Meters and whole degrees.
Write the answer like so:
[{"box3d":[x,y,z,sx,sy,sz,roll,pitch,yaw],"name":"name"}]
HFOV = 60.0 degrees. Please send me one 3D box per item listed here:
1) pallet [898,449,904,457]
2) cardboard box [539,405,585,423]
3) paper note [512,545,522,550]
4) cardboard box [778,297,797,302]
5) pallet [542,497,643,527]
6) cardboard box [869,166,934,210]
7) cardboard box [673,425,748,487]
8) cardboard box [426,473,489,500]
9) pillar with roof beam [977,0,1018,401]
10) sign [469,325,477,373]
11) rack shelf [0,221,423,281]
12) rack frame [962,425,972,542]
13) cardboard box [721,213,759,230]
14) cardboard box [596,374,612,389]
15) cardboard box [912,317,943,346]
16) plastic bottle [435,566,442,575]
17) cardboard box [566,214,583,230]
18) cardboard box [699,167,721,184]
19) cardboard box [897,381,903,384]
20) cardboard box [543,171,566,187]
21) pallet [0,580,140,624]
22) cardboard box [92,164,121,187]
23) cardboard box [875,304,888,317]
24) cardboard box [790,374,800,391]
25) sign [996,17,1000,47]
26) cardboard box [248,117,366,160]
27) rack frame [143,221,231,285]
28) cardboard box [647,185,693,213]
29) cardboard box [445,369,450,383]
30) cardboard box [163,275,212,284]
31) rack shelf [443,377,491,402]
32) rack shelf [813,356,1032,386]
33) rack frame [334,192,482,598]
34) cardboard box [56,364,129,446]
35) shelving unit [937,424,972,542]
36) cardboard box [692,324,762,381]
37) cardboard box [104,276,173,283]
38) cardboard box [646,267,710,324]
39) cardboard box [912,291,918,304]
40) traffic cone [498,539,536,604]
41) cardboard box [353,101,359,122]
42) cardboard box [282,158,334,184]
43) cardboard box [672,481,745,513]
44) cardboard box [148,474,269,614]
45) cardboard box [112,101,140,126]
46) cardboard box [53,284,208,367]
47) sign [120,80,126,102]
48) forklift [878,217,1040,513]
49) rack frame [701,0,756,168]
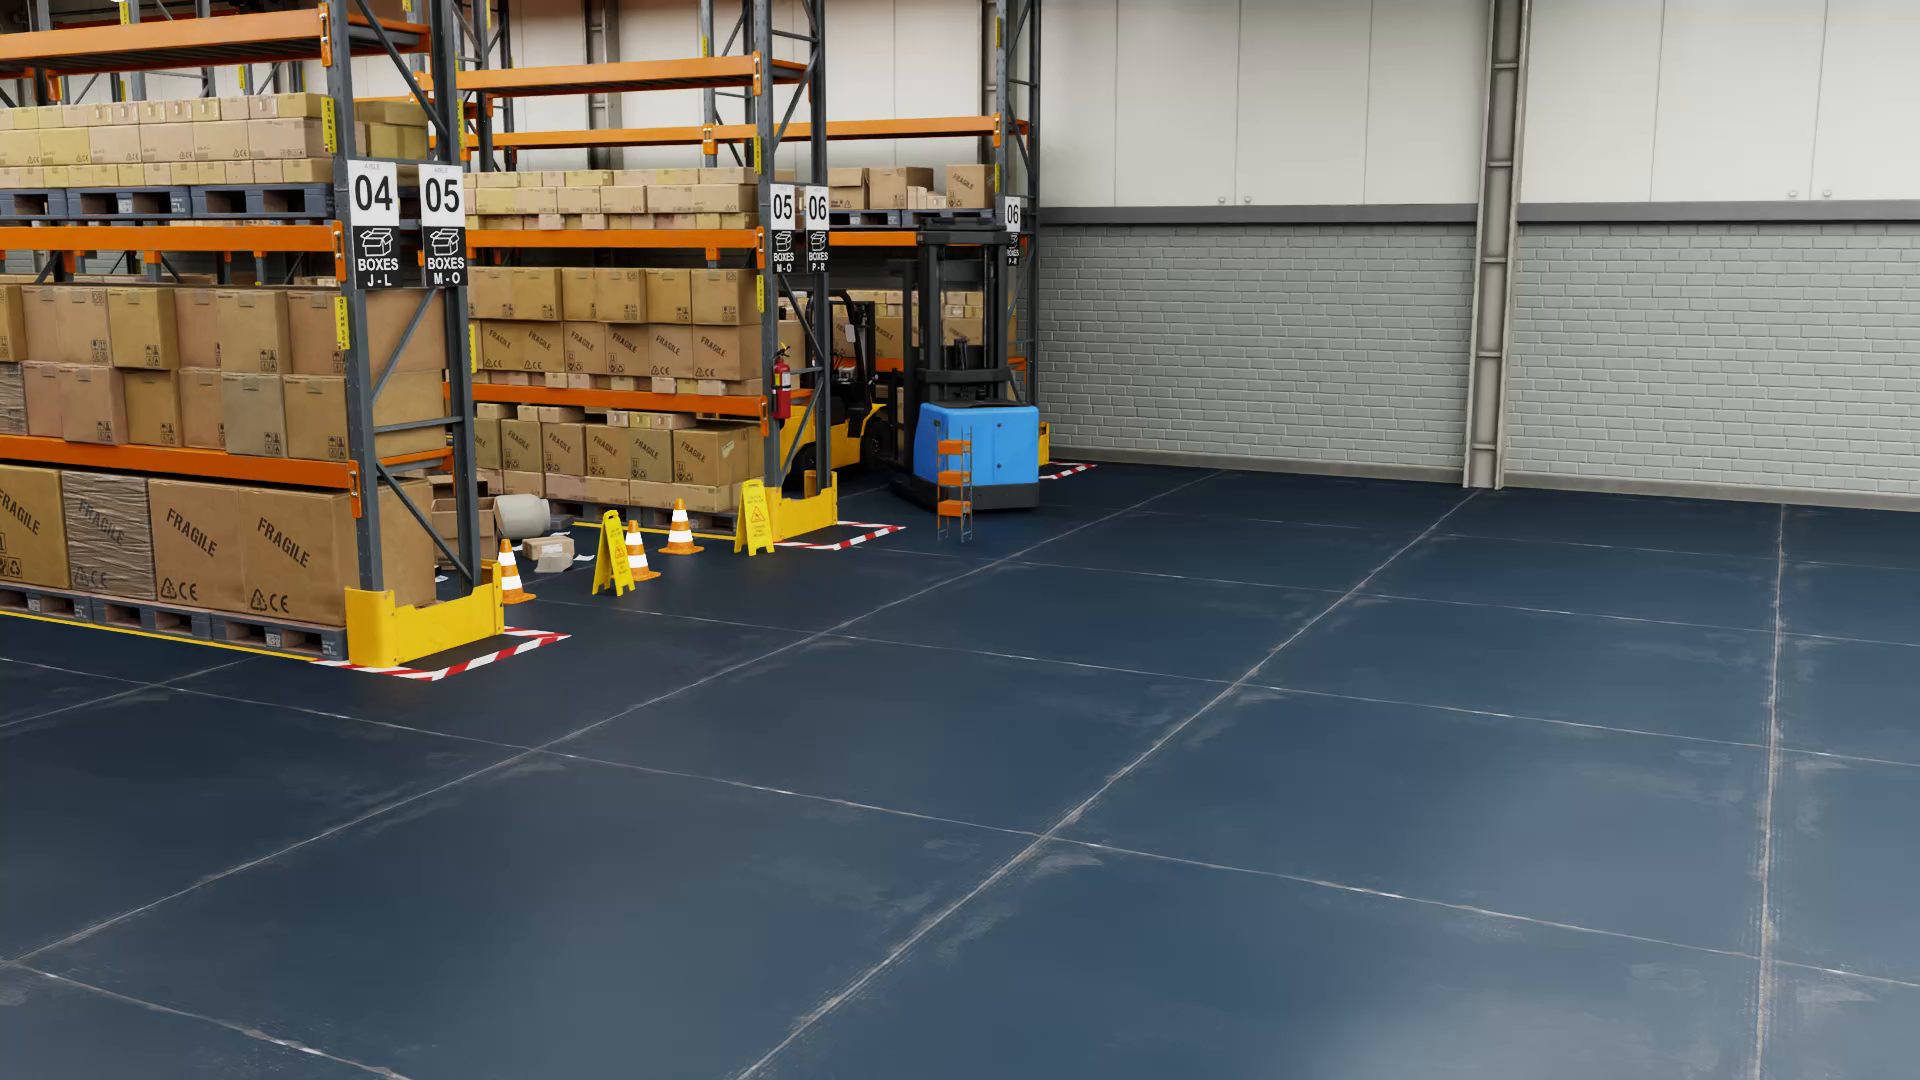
[{"box3d":[-0.023,-1.029,20.340,1.213,0.211,1.003,5,11,26],"name":"pallet"},{"box3d":[-3.899,-1.241,16.299,0.250,0.149,0.380,6,12,29],"name":"cardboard box"},{"box3d":[-3.936,0.065,14.837,0.148,0.019,0.142,-10,14,-43],"name":"paper note"},{"box3d":[-2.059,-3.043,20.704,0.250,0.149,0.380,5,12,27],"name":"cardboard box"},{"box3d":[-3.383,-0.354,16.613,1.213,0.211,1.003,5,11,26],"name":"pallet"},{"box3d":[-0.698,-4.221,19.985,0.500,0.500,0.700,5,11,26],"name":"cardboard box"},{"box3d":[-2.346,-0.798,15.674,0.500,0.500,0.500,5,11,26],"name":"cardboard box"},{"box3d":[-4.740,-0.339,15.711,0.500,0.500,0.500,-4,11,-23],"name":"cardboard box"},{"box3d":[-1.449,-4.810,16.561,0.400,9.000,9.100,5,11,26],"name":"pillar with roof beam"},{"box3d":[-3.360,-1.309,11.405,0.005,0.325,0.100,5,11,26],"name":"sign"},{"box3d":[-5.405,-2.035,11.670,4.000,0.370,1.077,5,11,26],"name":"rack shelf"},{"box3d":[0.061,-0.511,15.127,0.008,1.050,0.200,5,11,26],"name":"rack frame"},{"box3d":[-1.956,-2.890,15.078,0.250,0.149,0.380,5,11,26],"name":"cardboard box"},{"box3d":[-3.304,-1.549,16.093,0.250,0.149,0.380,5,11,26],"name":"cardboard box"},{"box3d":[-0.338,-2.436,20.004,0.500,0.500,0.500,5,12,28],"name":"cardboard box"},{"box3d":[-4.433,0.249,13.705,0.283,0.061,0.133,1,10,6],"name":"plastic bottle"},{"box3d":[-3.543,-3.036,15.885,0.250,0.149,0.380,5,11,26],"name":"cardboard box"},{"box3d":[-2.160,-3.305,15.131,0.250,0.149,0.380,5,12,27],"name":"cardboard box"},{"box3d":[-0.560,-1.841,20.732,0.500,0.250,0.500,5,11,25],"name":"cardboard box"},{"box3d":[-3.769,-3.443,15.896,0.250,0.149,0.380,5,11,25],"name":"cardboard box"},{"box3d":[-6.551,0.374,12.592,1.213,0.211,1.003,5,11,26],"name":"pallet"},{"box3d":[-5.658,-2.476,11.332,0.250,0.149,0.380,5,11,27],"name":"cardboard box"},{"box3d":[-0.915,-2.795,20.170,0.250,0.149,0.380,5,11,26],"name":"cardboard box"},{"box3d":[-1.725,-1.490,15.767,0.250,0.149,0.380,5,11,26],"name":"cardboard box"},{"box3d":[0.428,-5.712,18.699,0.005,0.325,0.100,5,11,26],"name":"sign"},{"box3d":[-4.174,-2.554,10.642,0.500,0.250,0.500,5,11,27],"name":"cardboard box"},{"box3d":[-8.686,-2.184,18.897,0.127,3.000,1.000,5,11,26],"name":"rack frame"},{"box3d":[-2.535,-3.142,15.351,0.500,0.250,0.500,5,11,25],"name":"cardboard box"},{"box3d":[-4.958,-1.670,16.758,0.250,0.149,0.380,5,11,26],"name":"cardboard box"},{"box3d":[-9.020,-2.804,19.230,0.500,0.500,0.500,5,11,24],"name":"cardboard box"},{"box3d":[-6.892,-1.673,18.091,4.000,0.370,1.077,5,11,26],"name":"rack shelf"},{"box3d":[-1.112,-2.151,20.731,4.000,0.370,1.077,5,11,26],"name":"rack shelf"},{"box3d":[-3.611,-0.756,11.002,0.127,3.000,1.000,5,11,26],"name":"rack frame"},{"box3d":[-5.927,-1.016,12.022,0.550,0.550,0.875,5,11,26],"name":"cardboard box"},{"box3d":[-0.048,-0.521,15.180,0.252,1.050,0.215,5,11,26],"name":"shelving unit"},{"box3d":[-2.120,-1.748,15.372,0.500,0.500,0.500,5,11,25],"name":"cardboard box"},{"box3d":[-9.265,-2.725,18.794,0.500,0.500,0.500,5,11,24],"name":"cardboard box"},{"box3d":[-2.517,-2.288,15.546,0.500,0.500,0.700,5,11,26],"name":"cardboard box"},{"box3d":[-0.405,-2.919,20.017,0.250,0.149,0.380,5,11,26],"name":"cardboard box"},{"box3d":[-3.459,0.224,12.712,0.334,0.463,0.336,5,11,26],"name":"traffic cone"},{"box3d":[-3.994,-2.853,11.176,0.250,0.149,0.380,5,11,26],"name":"cardboard box"},{"box3d":[-4.059,-2.336,10.557,0.250,0.149,0.380,5,11,26],"name":"cardboard box"},{"box3d":[-2.377,-0.430,15.747,0.500,0.250,0.500,5,11,26],"name":"cardboard box"},{"box3d":[-5.039,-0.029,11.772,0.875,0.875,0.875,5,11,25],"name":"cardboard box"},{"box3d":[-5.431,-2.849,11.151,0.250,0.149,0.380,5,11,26],"name":"cardboard box"},{"box3d":[-5.915,-1.552,11.950,0.550,0.550,0.875,5,11,26],"name":"cardboard box"},{"box3d":[-13.404,-7.185,26.612,0.005,0.325,0.100,5,11,26],"name":"sign"},{"box3d":[-0.144,-1.936,17.716,1.130,2.935,3.031,-3,11,-18],"name":"forklift"},{"box3d":[-2.906,-5.614,21.003,0.127,3.000,1.000,5,11,26],"name":"rack frame"}]
